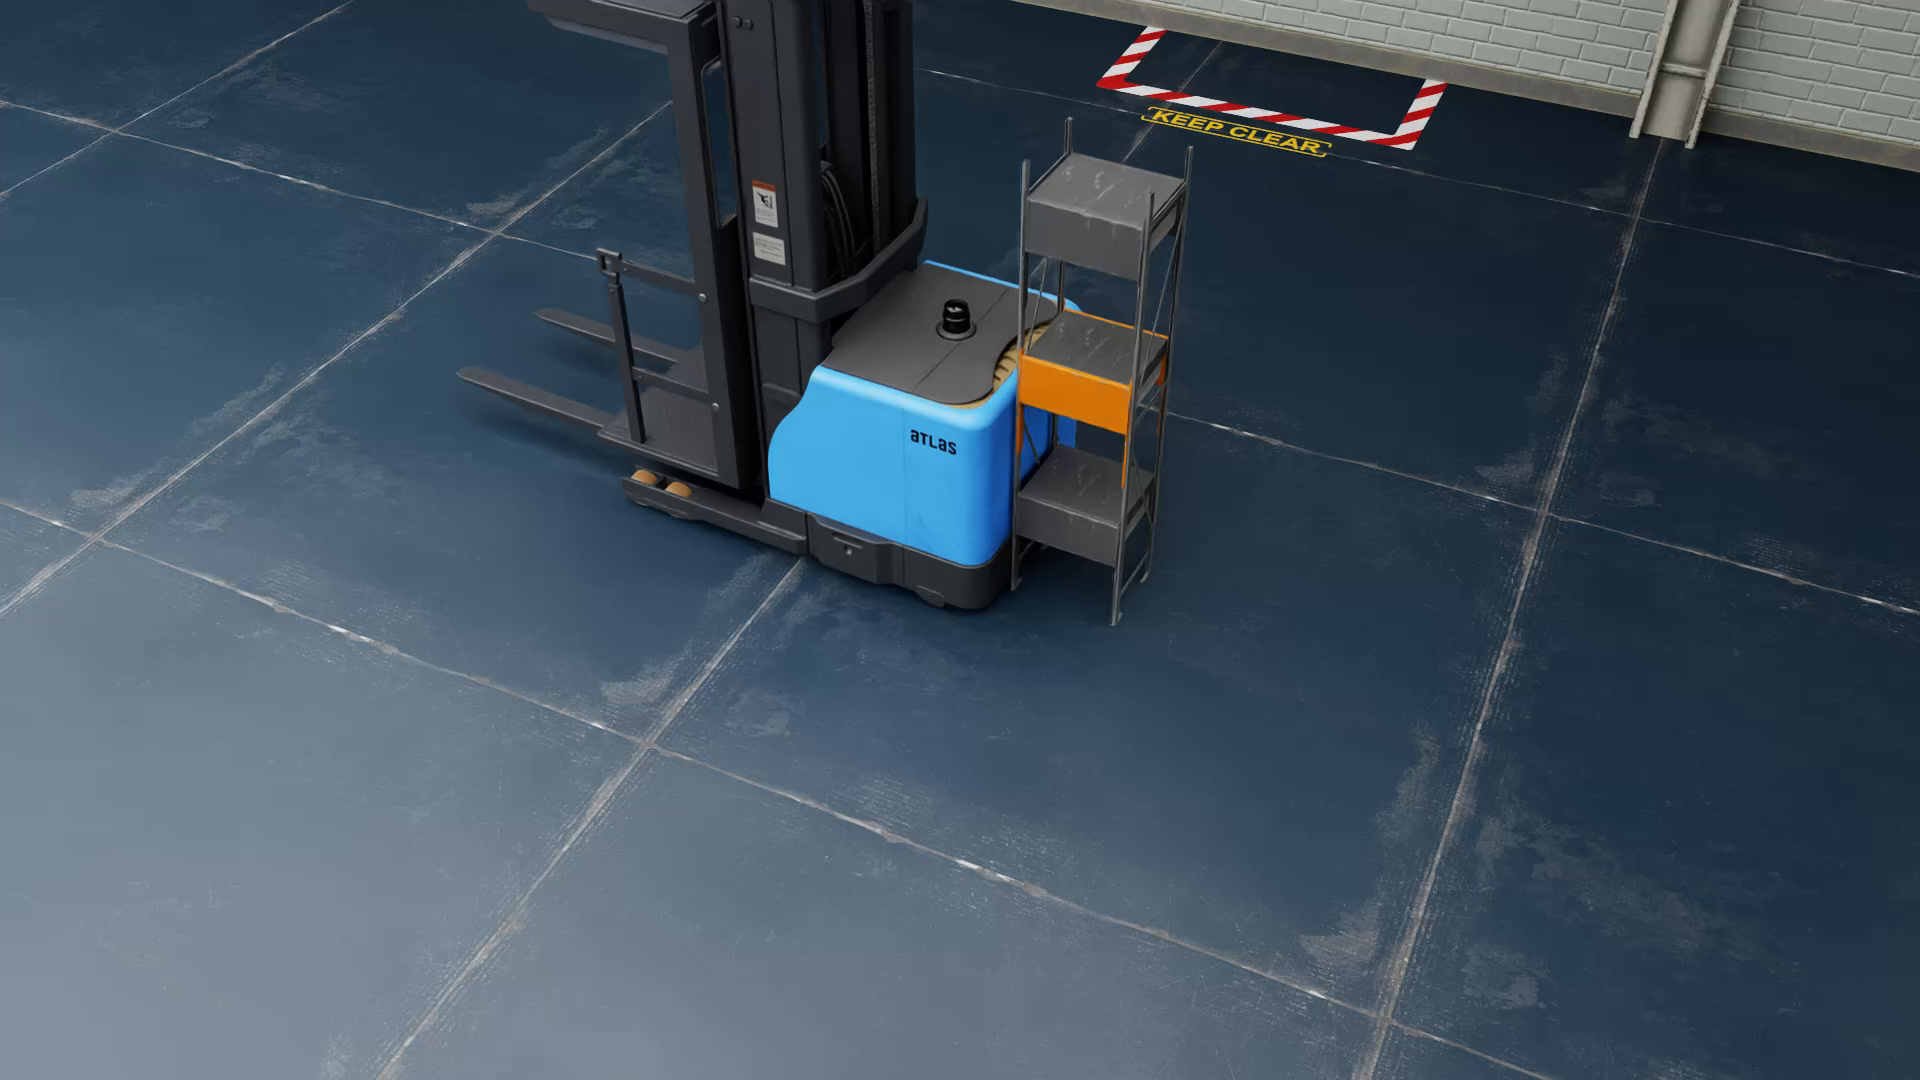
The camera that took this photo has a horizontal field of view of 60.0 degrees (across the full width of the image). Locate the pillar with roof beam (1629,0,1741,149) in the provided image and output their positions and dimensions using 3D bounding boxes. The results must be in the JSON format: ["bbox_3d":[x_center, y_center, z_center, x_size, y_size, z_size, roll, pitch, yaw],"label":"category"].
[{"bbox_3d":[2.689,-3.455,4.750,0.400,9.000,9.100,17,44,19],"label":"pillar with roof beam"}]

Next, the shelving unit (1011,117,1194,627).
[{"bbox_3d":[0.541,-0.608,6.732,0.503,2.100,0.431,19,44,21],"label":"shelving unit"}]

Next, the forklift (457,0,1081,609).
[{"bbox_3d":[-1.003,-1.495,7.121,3.031,2.935,1.130,19,44,21],"label":"forklift"}]

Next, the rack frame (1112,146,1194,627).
[{"bbox_3d":[0.756,-0.533,6.646,0.015,2.100,0.400,19,44,21],"label":"rack frame"}]

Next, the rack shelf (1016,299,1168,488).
[{"bbox_3d":[0.541,-0.597,6.741,0.480,0.518,0.431,19,44,21],"label":"rack shelf"}]

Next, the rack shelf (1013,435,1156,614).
[{"bbox_3d":[0.541,-0.068,7.199,0.480,0.518,0.431,19,44,21],"label":"rack shelf"}]

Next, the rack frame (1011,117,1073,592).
[{"bbox_3d":[0.325,-0.682,6.818,0.015,2.100,0.400,19,44,21],"label":"rack frame"}]

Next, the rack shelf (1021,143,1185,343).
[{"bbox_3d":[0.541,-1.126,6.282,0.480,0.518,0.431,19,44,21],"label":"rack shelf"}]
